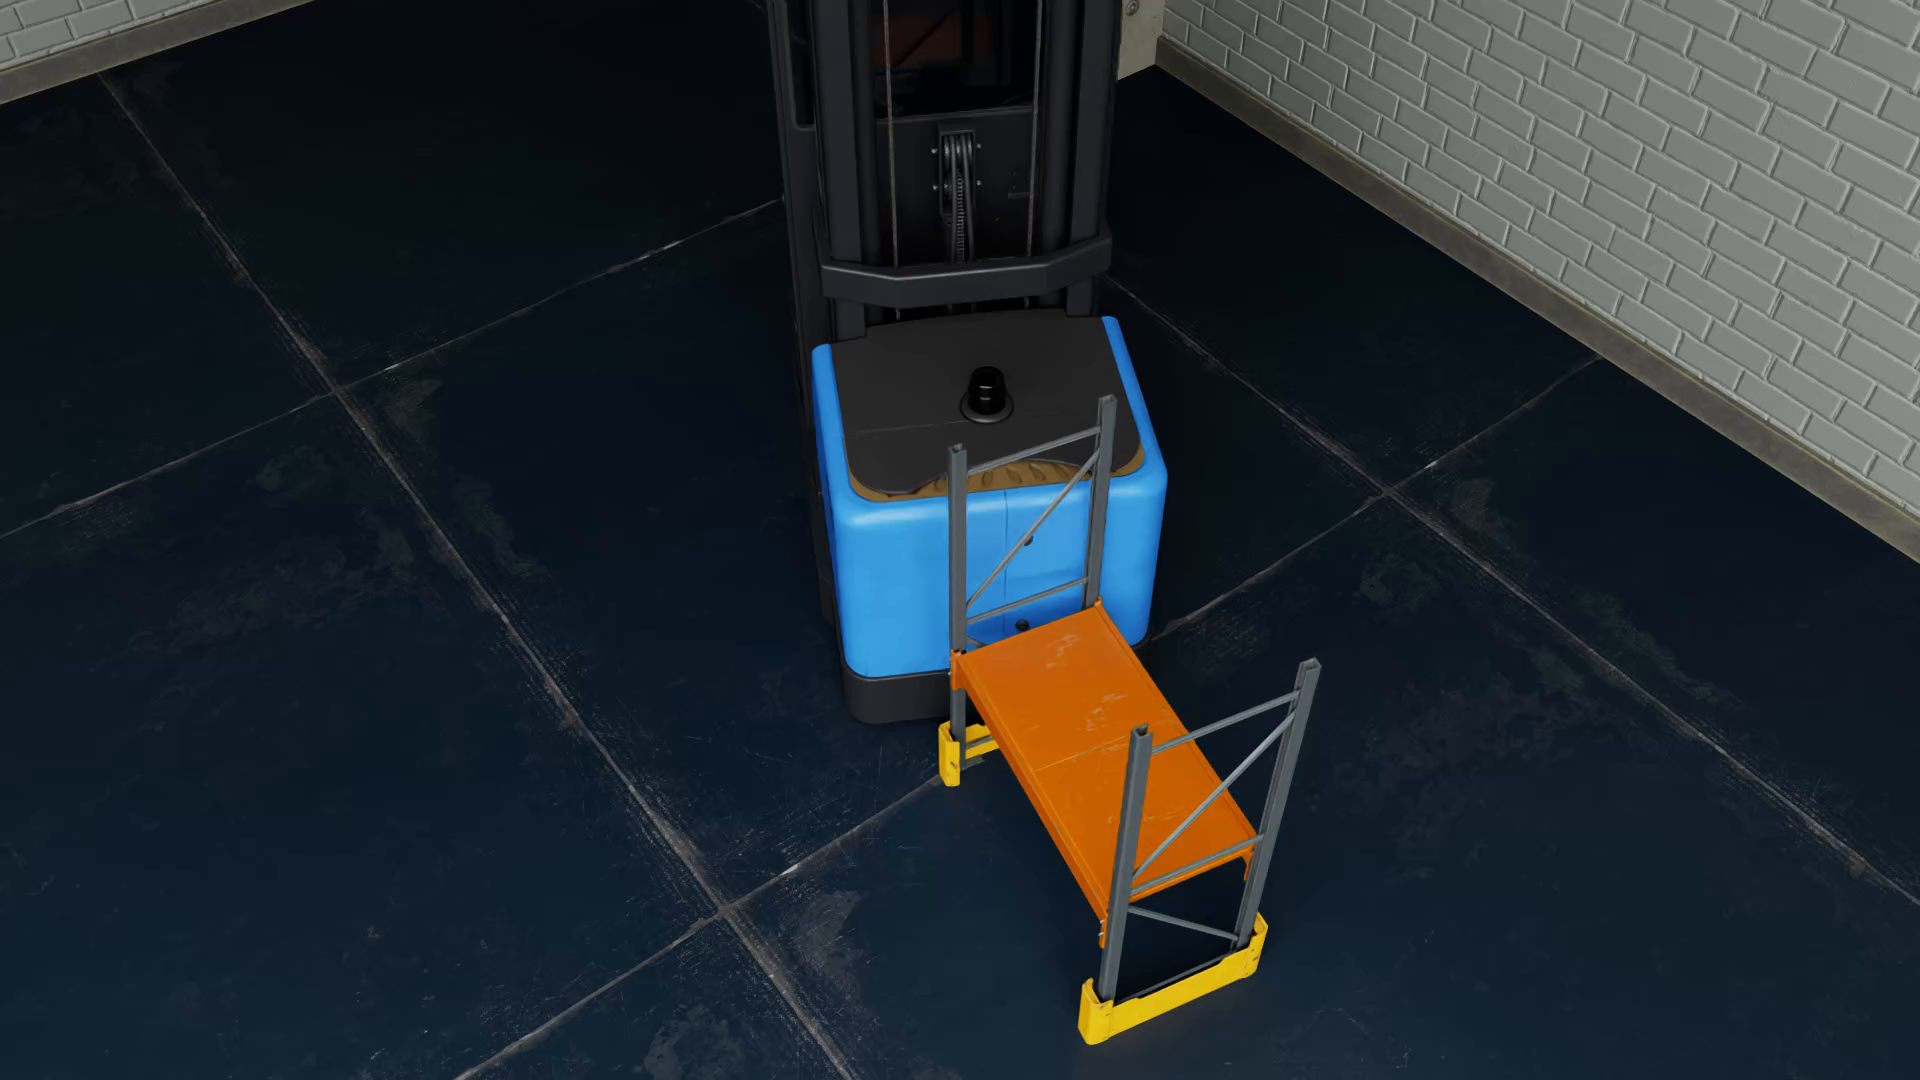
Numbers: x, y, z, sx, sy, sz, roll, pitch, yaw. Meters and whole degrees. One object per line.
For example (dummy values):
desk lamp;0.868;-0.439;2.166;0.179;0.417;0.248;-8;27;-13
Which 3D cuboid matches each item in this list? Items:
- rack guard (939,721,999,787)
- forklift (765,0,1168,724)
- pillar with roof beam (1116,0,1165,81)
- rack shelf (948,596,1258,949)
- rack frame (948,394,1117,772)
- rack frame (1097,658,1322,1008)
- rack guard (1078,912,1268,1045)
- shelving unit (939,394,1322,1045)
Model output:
rack guard;0.208;0.621;5.518;0.587;0.250;0.087;-19;51;-16
forklift;-0.084;-1.474;5.608;1.130;2.935;3.031;-6;48;-6
pillar with roof beam;-2.651;-3.574;3.416;9.100;9.000;0.400;-29;54;-24
rack shelf;0.414;0.651;4.891;0.538;0.185;1.000;-19;51;-16
rack frame;0.200;0.188;5.067;0.500;1.500;0.032;-19;51;-16
rack frame;0.628;0.872;4.448;0.500;1.500;0.032;-19;51;-16
rack guard;0.627;1.291;4.911;0.587;0.250;0.087;-19;51;-16
shelving unit;0.418;0.536;4.752;0.587;1.500;1.083;-19;51;-16
